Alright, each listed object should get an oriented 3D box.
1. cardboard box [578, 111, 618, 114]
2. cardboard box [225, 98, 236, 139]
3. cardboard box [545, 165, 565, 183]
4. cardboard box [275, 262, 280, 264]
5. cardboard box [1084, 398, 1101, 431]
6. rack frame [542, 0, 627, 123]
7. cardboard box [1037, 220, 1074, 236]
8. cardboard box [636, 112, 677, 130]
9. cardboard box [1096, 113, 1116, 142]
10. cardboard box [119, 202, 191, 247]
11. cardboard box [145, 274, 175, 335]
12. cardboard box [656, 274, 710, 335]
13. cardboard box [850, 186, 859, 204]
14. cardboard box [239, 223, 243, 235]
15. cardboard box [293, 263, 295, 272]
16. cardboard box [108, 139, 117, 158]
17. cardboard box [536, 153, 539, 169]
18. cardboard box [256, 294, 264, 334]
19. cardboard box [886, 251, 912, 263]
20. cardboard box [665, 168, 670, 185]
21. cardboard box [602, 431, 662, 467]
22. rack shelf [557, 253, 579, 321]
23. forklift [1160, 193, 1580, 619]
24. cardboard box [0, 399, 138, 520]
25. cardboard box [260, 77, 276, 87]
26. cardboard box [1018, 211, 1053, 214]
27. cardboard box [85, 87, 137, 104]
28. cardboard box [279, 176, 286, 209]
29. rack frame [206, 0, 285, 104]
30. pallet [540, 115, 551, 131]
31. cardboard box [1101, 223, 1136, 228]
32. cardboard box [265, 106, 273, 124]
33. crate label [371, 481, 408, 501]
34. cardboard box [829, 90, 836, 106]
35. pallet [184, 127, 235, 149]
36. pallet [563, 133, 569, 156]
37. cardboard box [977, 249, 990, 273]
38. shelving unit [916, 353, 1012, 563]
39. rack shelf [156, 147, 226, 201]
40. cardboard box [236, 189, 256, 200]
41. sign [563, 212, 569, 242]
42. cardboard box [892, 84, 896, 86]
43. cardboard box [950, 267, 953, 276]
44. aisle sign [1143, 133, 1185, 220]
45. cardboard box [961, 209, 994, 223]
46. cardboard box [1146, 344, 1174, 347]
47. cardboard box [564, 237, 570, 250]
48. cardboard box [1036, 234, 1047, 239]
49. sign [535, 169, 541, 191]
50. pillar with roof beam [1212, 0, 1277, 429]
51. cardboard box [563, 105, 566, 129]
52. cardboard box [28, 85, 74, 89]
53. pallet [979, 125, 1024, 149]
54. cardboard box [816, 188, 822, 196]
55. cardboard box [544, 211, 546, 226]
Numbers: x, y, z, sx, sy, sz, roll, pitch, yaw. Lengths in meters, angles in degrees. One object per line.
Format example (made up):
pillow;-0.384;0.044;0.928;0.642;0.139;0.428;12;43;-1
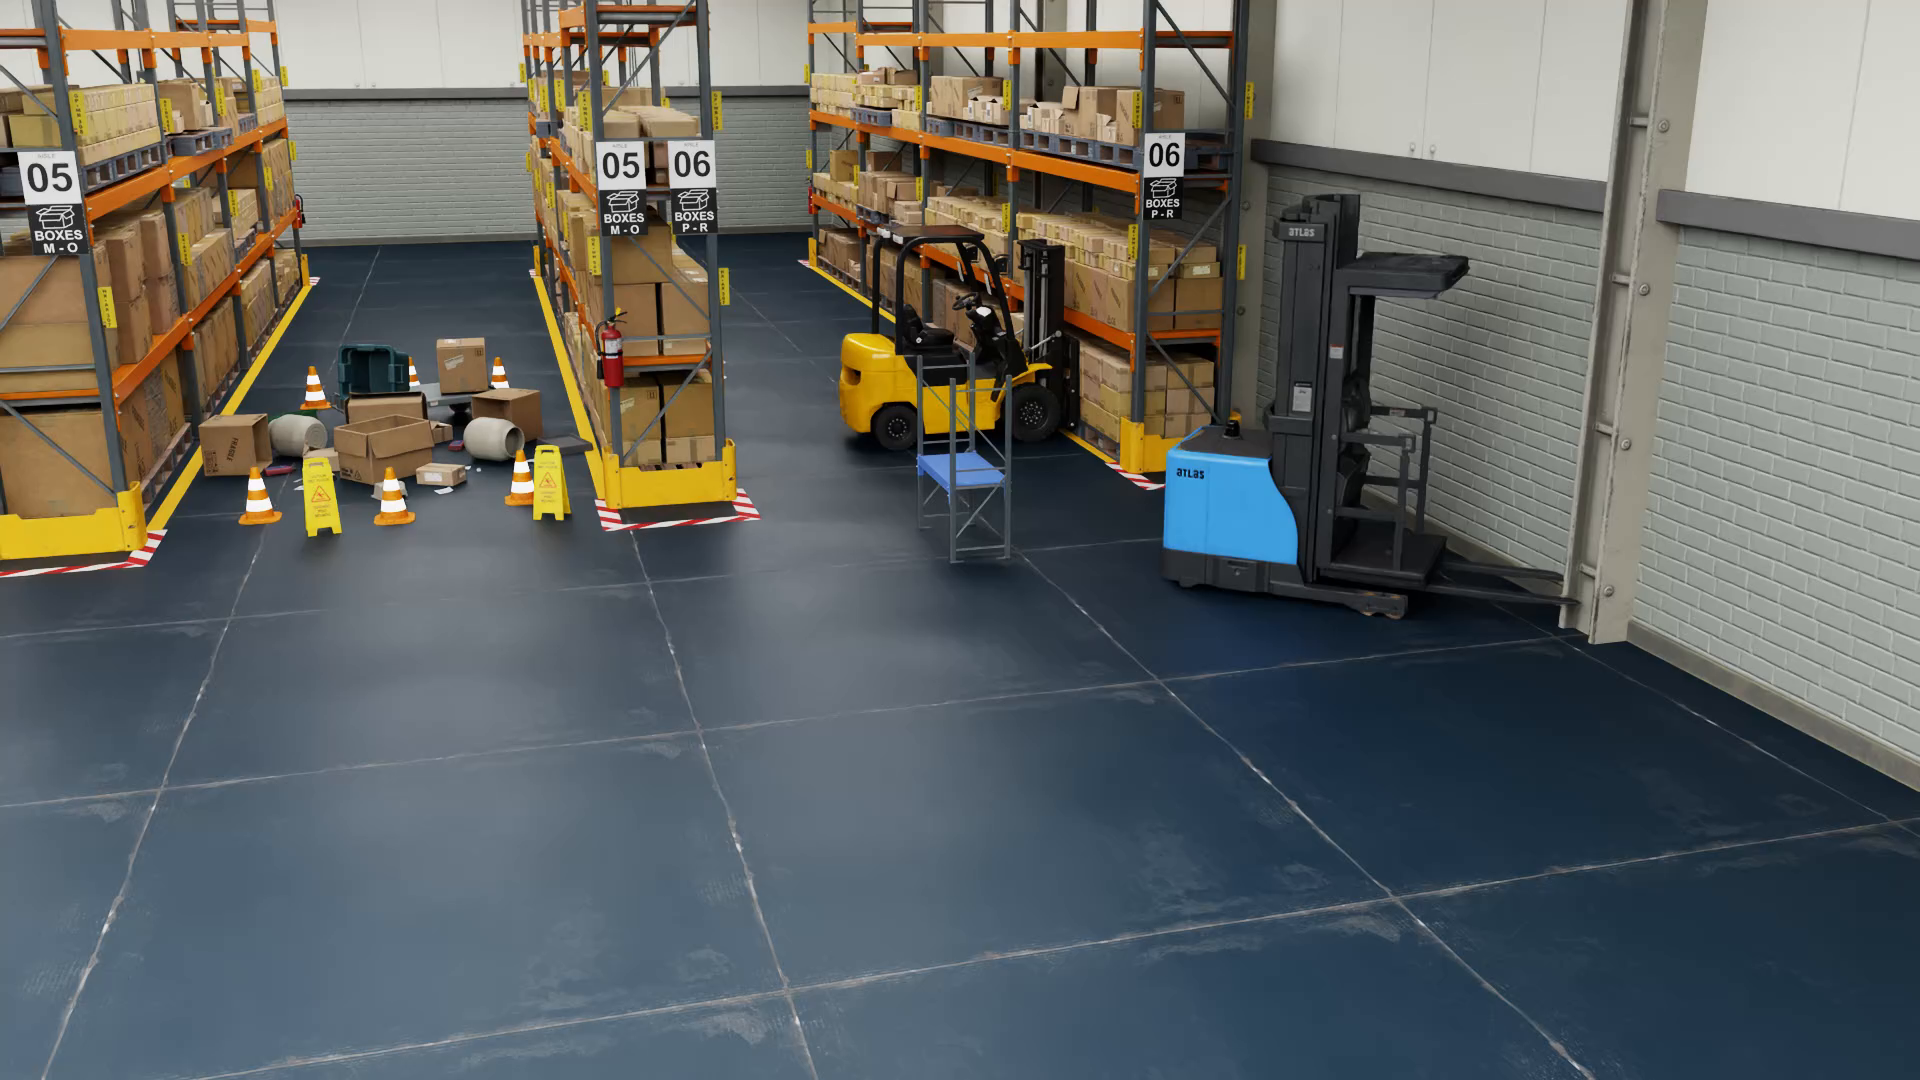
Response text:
cardboard box;-3.529;-4.117;16.282;0.380;0.149;0.250;-5;17;-16
cardboard box;-9.589;-5.376;21.249;0.500;0.500;0.500;-5;17;-15
cardboard box;-5.616;-5.063;23.682;0.500;0.500;0.500;-5;17;-16
cardboard box;-10.913;-4.277;26.168;0.380;0.149;0.250;-5;18;-18
cardboard box;1.598;-1.303;17.124;0.500;0.250;0.500;-5;17;-15
rack frame;-4.811;-6.868;21.173;1.000;3.000;0.127;-5;17;-15
cardboard box;1.071;-3.456;18.427;0.380;0.149;0.250;-4;17;-14
cardboard box;-2.903;-4.018;15.950;0.380;0.149;0.250;-4;17;-14
cardboard box;1.569;-4.072;16.409;0.396;0.266;0.258;-5;17;-15
cardboard box;-8.868;-3.414;18.193;0.700;0.500;0.500;-5;17;-15
cardboard box;-8.158;-2.289;16.098;0.875;0.550;0.550;-5;17;-15
cardboard box;-2.476;-2.125;15.121;0.500;0.500;0.500;-5;17;-16
cardboard box;-1.514;-5.687;27.413;0.500;0.250;0.500;-4;17;-14
cardboard box;-9.838;-4.162;22.301;0.380;0.149;0.250;-4;17;-15
cardboard box;-11.178;-4.499;27.425;0.380;0.149;0.250;-5;18;-18
cardboard box;-7.408;-3.327;14.133;0.380;0.149;0.250;-5;17;-15
cardboard box;-6.438;-5.877;26.392;0.500;0.500;0.500;-5;17;-16
cardboard box;-9.779;-3.075;22.591;0.500;0.500;0.500;-5;17;-17
cardboard box;-0.943;-4.401;25.878;0.380;0.149;0.250;-5;17;-15
cardboard box;-2.392;-3.215;14.665;0.380;0.149;0.250;-5;17;-15
cardboard box;-3.100;-0.875;15.700;0.500;0.250;0.500;-5;17;-16
rack shelf;-4.262;-3.097;20.298;1.077;0.370;4.000;-5;17;-15
forklift;3.102;-1.005;12.204;3.031;2.935;1.130;7;18;23
cardboard box;-7.595;-0.728;14.125;0.875;0.875;0.875;-5;17;-15
cardboard box;-11.146;-7.303;26.535;0.380;0.149;0.250;-4;17;-14
cardboard box;0.944;-4.042;20.892;0.380;0.149;0.250;-5;17;-15
cardboard box;-7.758;-4.060;15.186;0.380;0.149;0.250;-5;17;-15
cardboard box;-10.958;-5.453;26.202;0.500;0.500;0.500;-4;17;-12
rack frame;-11.742;-8.661;27.144;1.000;3.000;0.127;-5;17;-15
pallet;-5.350;-5.824;23.239;1.003;0.211;1.213;-4;17;-13
cardboard box;1.758;-3.361;18.110;0.380;0.149;0.250;-5;17;-16
cardboard box;-10.787;-6.479;25.353;0.500;0.250;0.500;-4;17;-13
crate label;-5.221;-0.458;15.240;0.298;0.136;0.250;16;23;42
cardboard box;-1.927;-7.541;28.372;0.500;0.250;0.500;-5;17;-16
pallet;-9.315;-4.747;19.657;1.213;0.211;1.003;-4;17;-13
pallet;-3.779;-4.414;18.544;1.213;0.211;1.003;-5;17;-15
cardboard box;0.526;-3.467;20.541;0.500;0.250;0.500;-5;17;-16
shelving unit;0.023;-0.695;13.658;0.538;1.500;1.048;-5;17;-15
rack shelf;-8.994;-4.114;18.470;1.077;0.370;4.000;-5;17;-15
cardboard box;-10.344;-4.952;23.895;0.380;0.149;0.250;-4;17;-13
sign;-4.245;-3.398;18.037;0.100;0.325;0.005;-5;17;-15
cardboard box;-0.853;-7.059;26.040;0.380;0.149;0.250;-5;17;-15
cardboard box;0.069;-3.947;24.366;0.380;0.149;0.250;-4;17;-14
aisle sign;1.894;-3.379;15.467;0.394;0.787;0.004;-5;17;-15
cardboard box;0.225;-4.135;21.203;0.380;0.149;0.250;-5;17;-17
cardboard box;1.941;-1.963;17.585;0.500;0.250;0.500;-5;17;-16
cardboard box;-4.769;-3.733;20.871;0.380;0.149;0.250;-5;17;-15
cardboard box;1.062;-3.316;18.475;0.380;0.149;0.250;-4;17;-14
sign;-6.444;-5.509;25.436;0.100;0.325;0.005;-5;17;-15
pillar with roof beam;-1.305;-4.972;14.861;9.100;9.000;0.400;-5;17;-15
cardboard box;-4.561;-5.216;20.715;0.700;0.500;0.500;-5;17;-15
cardboard box;-8.599;-4.218;15.712;0.380;0.149;0.250;-5;17;-16
pallet;0.804;-4.869;20.067;0.805;0.209;1.217;-5;18;-17
cardboard box;-2.412;-6.368;30.374;0.380;0.149;0.250;-5;17;-16
cardboard box;-6.044;-4.886;25.266;0.500;0.250;0.500;-5;17;-17
